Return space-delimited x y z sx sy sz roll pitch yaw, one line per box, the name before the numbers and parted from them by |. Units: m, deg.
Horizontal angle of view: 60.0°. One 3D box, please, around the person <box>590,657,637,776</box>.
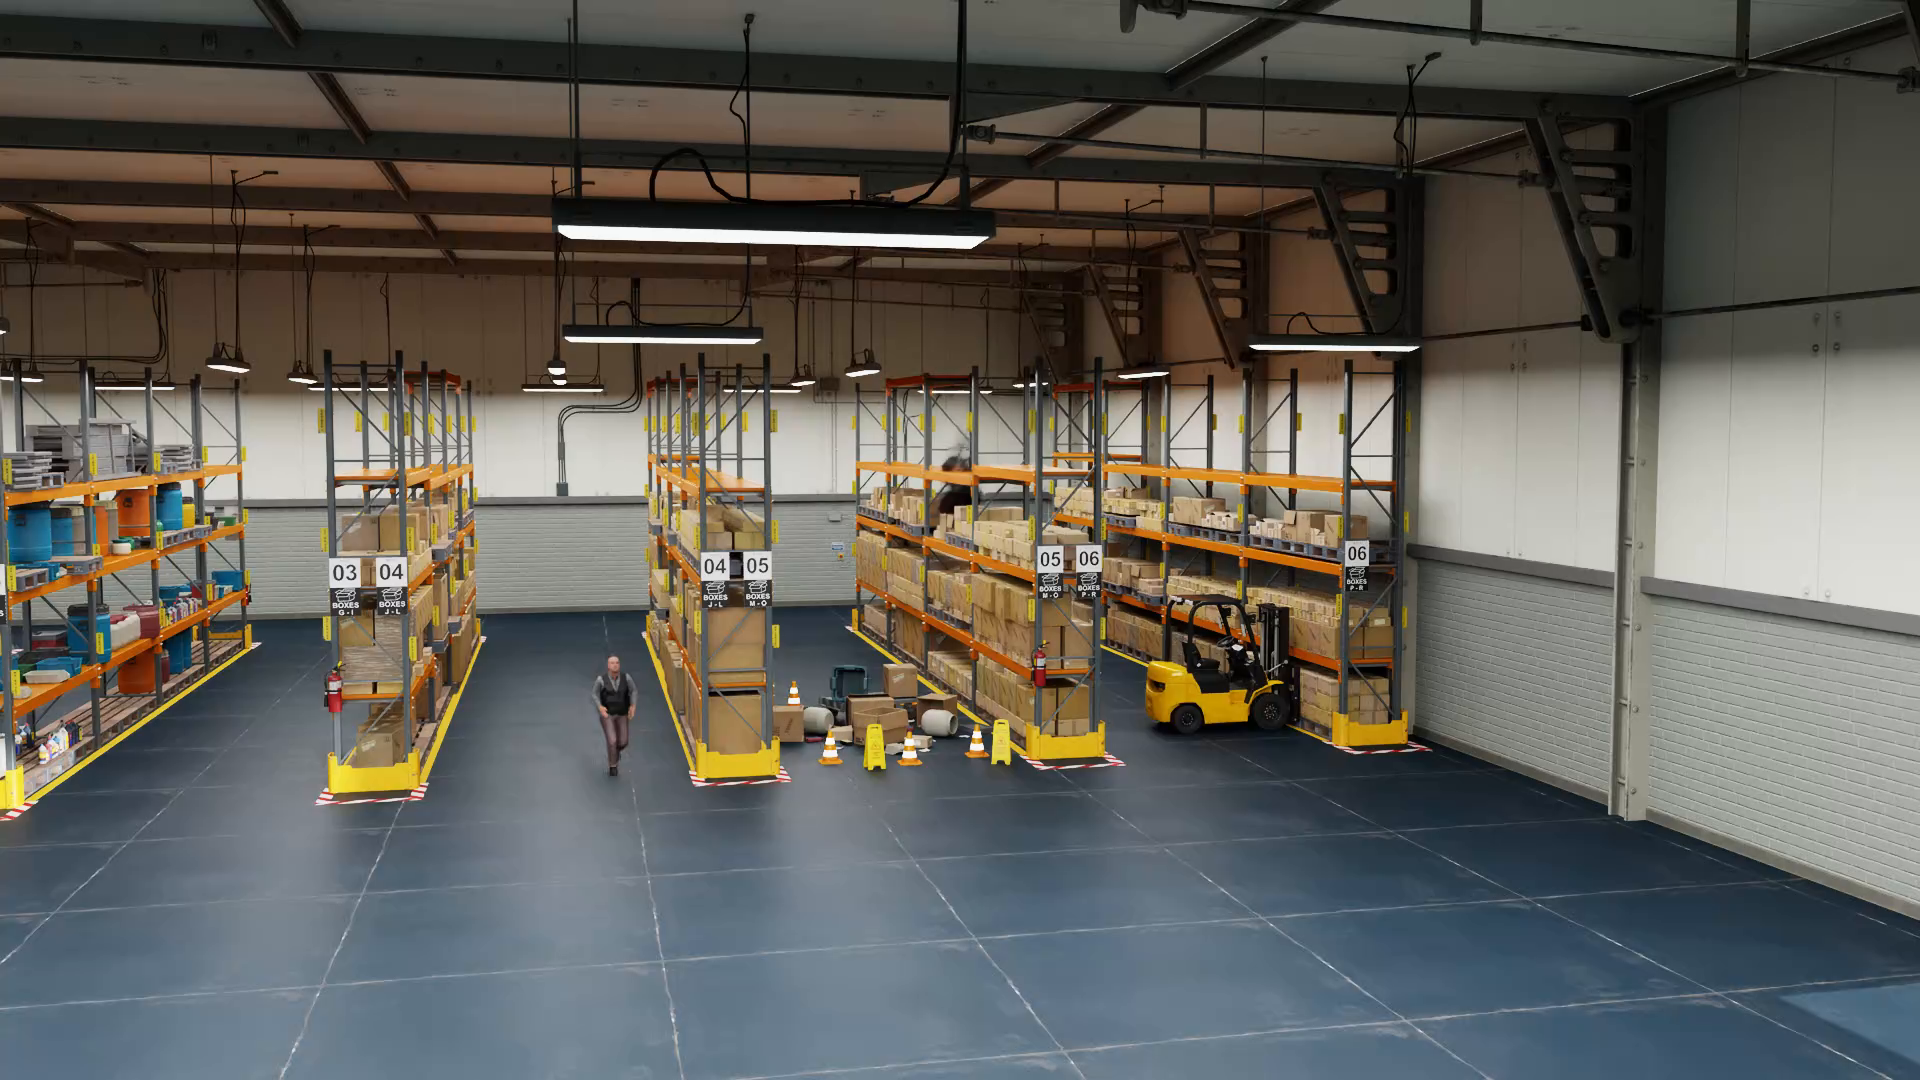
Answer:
person | -4.979 2.509 23.935 0.692 1.690 0.611 -2 4 -24
